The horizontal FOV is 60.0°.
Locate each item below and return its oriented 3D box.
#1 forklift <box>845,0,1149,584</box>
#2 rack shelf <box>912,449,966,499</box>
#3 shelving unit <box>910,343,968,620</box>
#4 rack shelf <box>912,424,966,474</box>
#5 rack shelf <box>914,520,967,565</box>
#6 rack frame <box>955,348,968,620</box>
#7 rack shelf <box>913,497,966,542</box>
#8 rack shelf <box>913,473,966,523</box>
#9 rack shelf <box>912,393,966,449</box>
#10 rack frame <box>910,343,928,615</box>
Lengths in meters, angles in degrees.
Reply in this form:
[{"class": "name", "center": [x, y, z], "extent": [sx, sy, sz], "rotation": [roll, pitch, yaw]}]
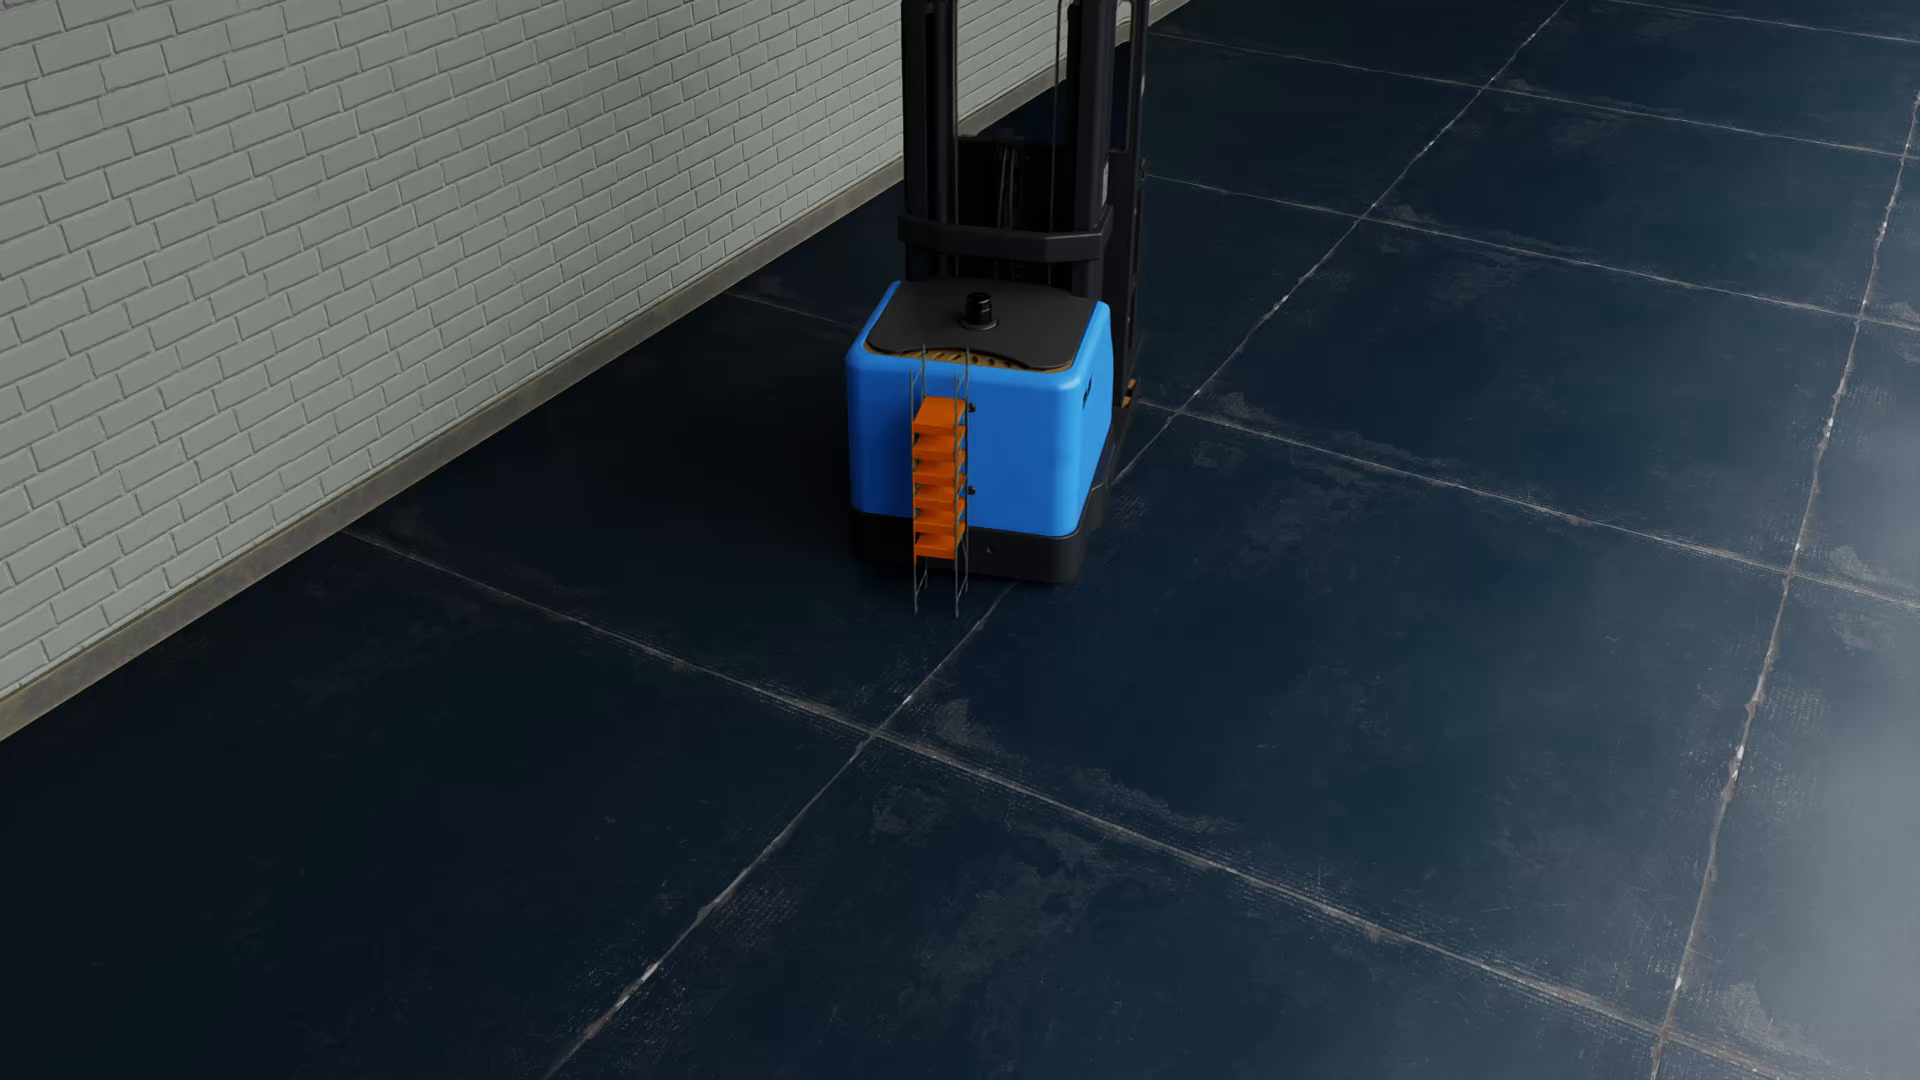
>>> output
[{"class": "forklift", "center": [0.336, -1.838, 7.866], "extent": [1.130, 2.935, 3.031], "rotation": [7, 34, 11]}, {"class": "rack shelf", "center": [-0.083, -0.291, 6.968], "extent": [0.180, 0.103, 0.258], "rotation": [7, 34, 10]}, {"class": "shelving unit", "center": [-0.083, -0.228, 7.010], "extent": [0.189, 1.200, 0.258], "rotation": [7, 34, 10]}, {"class": "rack shelf", "center": [-0.083, -0.391, 6.901], "extent": [0.180, 0.103, 0.258], "rotation": [7, 34, 10]}, {"class": "rack shelf", "center": [-0.083, 0.009, 7.167], "extent": [0.180, 0.103, 0.258], "rotation": [7, 34, 10]}, {"class": "rack frame", "center": [0.007, -0.217, 6.994], "extent": [0.006, 1.200, 0.240], "rotation": [7, 34, 10]}, {"class": "rack shelf", "center": [-0.083, -0.091, 7.101], "extent": [0.180, 0.103, 0.258], "rotation": [7, 34, 10]}, {"class": "rack shelf", "center": [-0.083, -0.191, 7.034], "extent": [0.180, 0.103, 0.258], "rotation": [7, 34, 10]}, {"class": "rack shelf", "center": [-0.083, -0.490, 6.835], "extent": [0.180, 0.103, 0.258], "rotation": [7, 34, 10]}, {"class": "rack frame", "center": [-0.172, -0.238, 7.025], "extent": [0.006, 1.200, 0.240], "rotation": [7, 34, 10]}]
